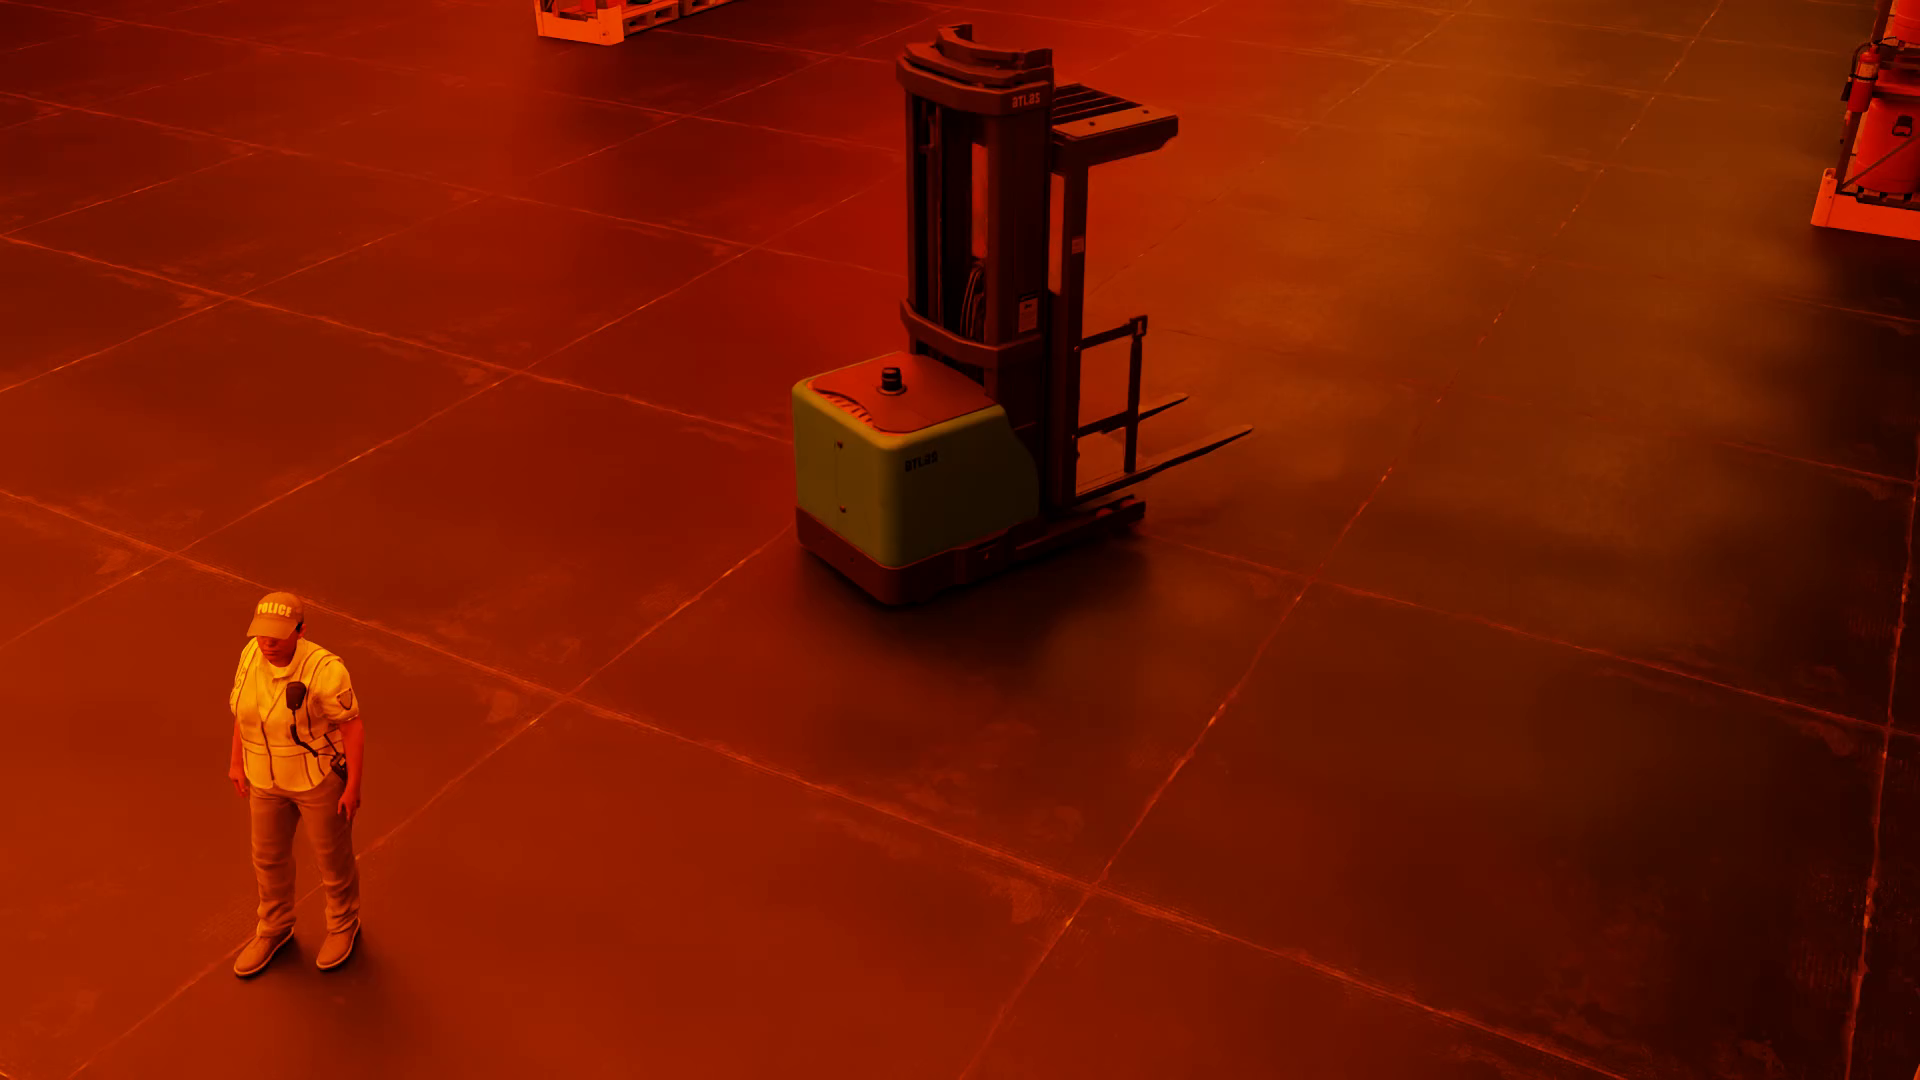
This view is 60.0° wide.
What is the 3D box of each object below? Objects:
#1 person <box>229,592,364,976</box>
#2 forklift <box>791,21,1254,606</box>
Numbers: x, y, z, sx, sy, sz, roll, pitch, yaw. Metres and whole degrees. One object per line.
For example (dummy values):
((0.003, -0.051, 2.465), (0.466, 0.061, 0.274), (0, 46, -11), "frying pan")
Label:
((-2.676, 0.983, 6.619), (0.598, 1.670, 0.529), (6, 31, 11), "person")
((0.509, -1.486, 9.645), (3.031, 2.935, 1.130), (-21, 36, -31), "forklift")
